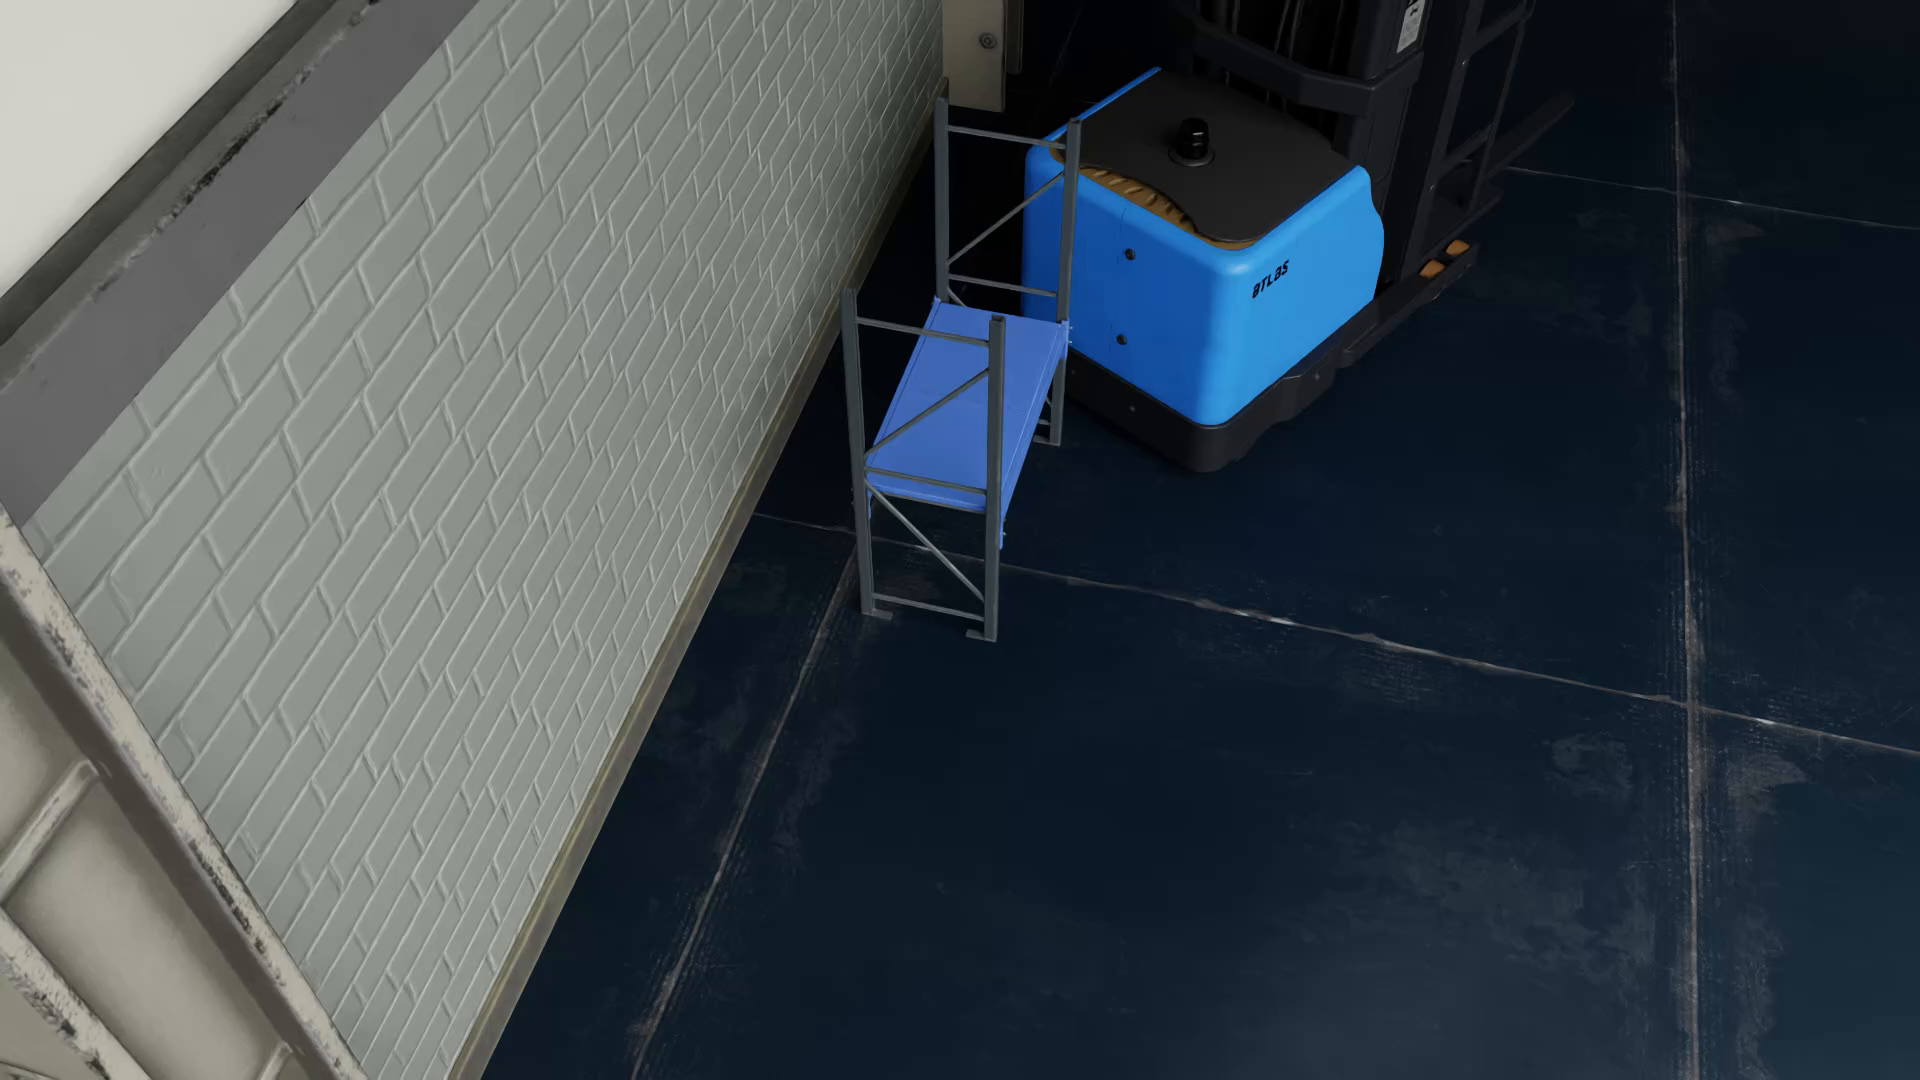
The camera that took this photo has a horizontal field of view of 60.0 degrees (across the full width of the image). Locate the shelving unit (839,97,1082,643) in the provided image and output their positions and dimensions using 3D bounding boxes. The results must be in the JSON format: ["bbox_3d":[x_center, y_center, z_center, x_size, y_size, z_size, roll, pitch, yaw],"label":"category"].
[{"bbox_3d":[0.022,-0.558,5.742,0.538,1.500,1.048,12,50,10],"label":"shelving unit"}]

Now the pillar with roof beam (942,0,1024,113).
[{"bbox_3d":[4.264,-4.379,4.113,9.100,9.000,0.400,12,50,10],"label":"pillar with roof beam"}]

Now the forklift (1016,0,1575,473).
[{"bbox_3d":[1.601,-2.242,6.274,1.130,2.935,3.031,35,57,27],"label":"forklift"}]

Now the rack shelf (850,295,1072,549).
[{"bbox_3d":[0.022,-0.439,5.877,0.538,0.185,1.000,12,50,10],"label":"rack shelf"}]

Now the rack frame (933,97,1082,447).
[{"bbox_3d":[0.156,-0.926,6.067,0.500,1.500,0.032,12,50,10],"label":"rack frame"}]

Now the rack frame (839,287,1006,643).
[{"bbox_3d":[-0.111,-0.190,5.418,0.500,1.500,0.032,12,50,10],"label":"rack frame"}]
